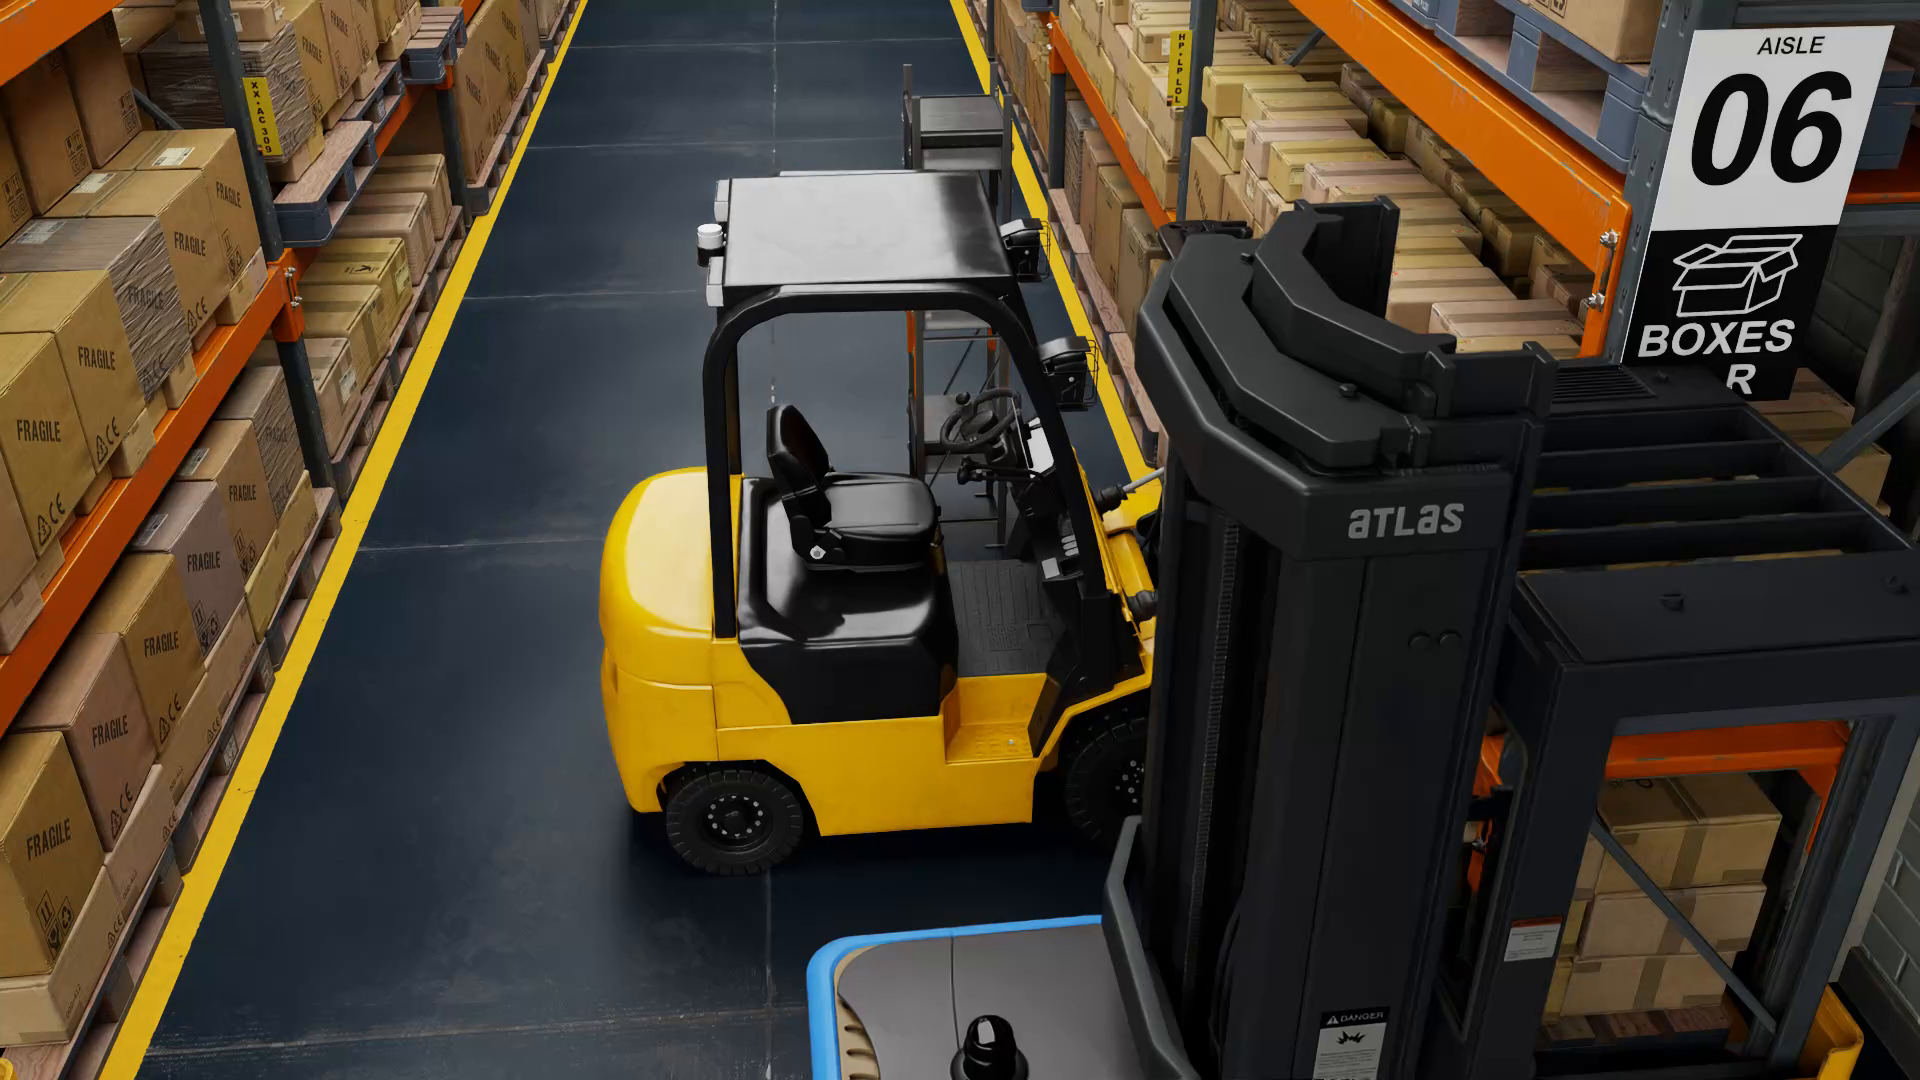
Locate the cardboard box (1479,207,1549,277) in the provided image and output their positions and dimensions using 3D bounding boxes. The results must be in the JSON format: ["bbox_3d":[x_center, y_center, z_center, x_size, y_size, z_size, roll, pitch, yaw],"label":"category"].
[{"bbox_3d":[1.929,-0.982,5.449,0.380,0.149,0.250,-3,31,-4],"label":"cardboard box"}]

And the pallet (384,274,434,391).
[{"bbox_3d":[-3.643,-1.187,9.532,1.003,0.211,1.213,-3,31,-5],"label":"pallet"}]

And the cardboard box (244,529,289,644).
[{"bbox_3d":[-3.069,0.198,6.766,0.500,0.250,0.500,-4,31,-6],"label":"cardboard box"}]

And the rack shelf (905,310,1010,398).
[{"bbox_3d":[-0.015,-0.974,7.360,0.431,0.518,0.480,-3,31,-5],"label":"rack shelf"}]

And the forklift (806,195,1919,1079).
[{"bbox_3d":[1.172,0.783,3.581,3.031,2.935,1.130,-4,31,-6],"label":"forklift"}]

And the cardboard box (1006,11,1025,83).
[{"bbox_3d":[0.665,-4.010,13.566,0.500,0.500,0.500,-4,31,-6],"label":"cardboard box"}]

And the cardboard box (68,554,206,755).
[{"bbox_3d":[-2.973,0.397,5.701,0.500,0.500,0.500,-2,31,-4],"label":"cardboard box"}]

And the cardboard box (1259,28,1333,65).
[{"bbox_3d":[1.675,-2.381,8.081,0.380,0.149,0.250,-3,31,-5],"label":"cardboard box"}]

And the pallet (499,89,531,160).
[{"bbox_3d":[-3.935,-3.235,12.961,1.003,0.211,1.213,-3,31,-5],"label":"pallet"}]

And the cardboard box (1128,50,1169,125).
[{"bbox_3d":[1.134,-2.254,8.256,0.500,0.250,0.500,-4,31,-6],"label":"cardboard box"}]

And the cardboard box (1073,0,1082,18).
[{"bbox_3d":[0.960,-3.301,10.010,0.500,0.250,0.500,-2,31,-3],"label":"cardboard box"}]

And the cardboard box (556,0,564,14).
[{"bbox_3d":[-4.236,-5.310,15.804,0.875,0.438,0.875,-4,31,-6],"label":"cardboard box"}]

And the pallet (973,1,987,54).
[{"bbox_3d":[0.679,-4.840,15.648,1.003,0.211,1.213,-3,31,-5],"label":"pallet"}]

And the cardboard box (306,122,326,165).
[{"bbox_3d":[-3.204,-1.861,7.775,0.380,0.149,0.250,-2,31,-4],"label":"cardboard box"}]

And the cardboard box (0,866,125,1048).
[{"bbox_3d":[-2.878,1.254,4.997,0.500,0.250,0.500,-3,31,-5],"label":"cardboard box"}]

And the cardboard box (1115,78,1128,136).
[{"bbox_3d":[1.114,-2.294,8.812,0.500,0.250,0.500,-3,31,-4],"label":"cardboard box"}]

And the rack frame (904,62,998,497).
[{"bbox_3d":[-0.038,-1.111,7.562,0.400,2.100,0.015,-3,31,-5],"label":"rack frame"}]

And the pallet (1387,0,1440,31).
[{"bbox_3d":[1.706,-1.797,4.994,1.003,0.211,1.213,-3,31,-5],"label":"pallet"}]

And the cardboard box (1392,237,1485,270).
[{"bbox_3d":[1.401,-0.829,5.193,0.380,0.149,0.250,-2,31,-4],"label":"cardboard box"}]

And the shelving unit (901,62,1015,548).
[{"bbox_3d":[-0.015,-0.986,7.353,0.431,2.100,0.503,-3,31,-5],"label":"shelving unit"}]

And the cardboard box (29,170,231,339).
[{"bbox_3d":[-3.108,-1.056,6.205,0.500,0.500,0.500,-2,31,-3],"label":"cardboard box"}]

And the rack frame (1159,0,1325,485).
[{"bbox_3d":[1.490,-1.603,7.508,1.000,3.000,0.127,-3,31,-5],"label":"rack frame"}]

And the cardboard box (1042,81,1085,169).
[{"bbox_3d":[0.862,-2.958,11.804,0.500,0.500,0.500,-2,31,-3],"label":"cardboard box"}]

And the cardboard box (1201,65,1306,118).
[{"bbox_3d":[1.224,-1.875,6.943,0.380,0.149,0.250,-2,31,-4],"label":"cardboard box"}]

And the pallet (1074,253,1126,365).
[{"bbox_3d":[1.265,-1.404,9.895,1.003,0.211,1.213,-3,31,-5],"label":"pallet"}]

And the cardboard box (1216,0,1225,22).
[{"bbox_3d":[1.574,-2.894,8.940,0.380,0.149,0.250,-2,31,-4],"label":"cardboard box"}]

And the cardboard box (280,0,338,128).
[{"bbox_3d":[-3.258,-2.223,7.749,0.500,0.500,0.500,-3,31,-4],"label":"cardboard box"}]

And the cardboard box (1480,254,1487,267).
[{"bbox_3d":[1.920,-0.985,5.745,0.380,0.149,0.250,-4,31,-6],"label":"cardboard box"}]

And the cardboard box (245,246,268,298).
[{"bbox_3d":[-3.118,-1.106,6.921,0.380,0.149,0.250,-3,31,-5],"label":"cardboard box"}]

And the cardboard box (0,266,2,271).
[{"bbox_3d":[-3.442,-0.946,5.047,0.700,0.500,0.500,-3,31,-5],"label":"cardboard box"}]

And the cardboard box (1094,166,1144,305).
[{"bbox_3d":[1.293,-1.810,9.761,0.875,0.625,0.625,-4,31,-7],"label":"cardboard box"}]

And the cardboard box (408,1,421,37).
[{"bbox_3d":[-3.396,-3.062,9.786,0.380,0.149,0.250,-3,31,-5],"label":"cardboard box"}]

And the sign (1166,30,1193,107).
[{"bbox_3d":[0.950,-2.035,7.179,0.100,0.325,0.005,-3,31,-5],"label":"sign"}]

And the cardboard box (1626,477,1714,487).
[{"bbox_3d":[1.620,-0.182,4.110,0.380,0.149,0.250,-3,31,-4],"label":"cardboard box"}]

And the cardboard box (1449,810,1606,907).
[{"bbox_3d":[1.510,0.790,4.798,0.500,0.250,0.500,-2,31,-3],"label":"cardboard box"}]

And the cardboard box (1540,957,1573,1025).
[{"bbox_3d":[1.505,1.215,5.063,0.500,0.250,0.500,-3,31,-4],"label":"cardboard box"}]

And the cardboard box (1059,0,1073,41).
[{"bbox_3d":[0.914,-3.342,10.566,0.500,0.250,0.500,-3,31,-4],"label":"cardboard box"}]

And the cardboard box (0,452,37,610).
[{"bbox_3d":[-2.898,-0.011,4.455,0.500,0.500,0.500,-2,31,-3],"label":"cardboard box"}]

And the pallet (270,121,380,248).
[{"bbox_3d":[-3.379,-1.678,7.821,1.003,0.211,1.213,-3,31,-5],"label":"pallet"}]

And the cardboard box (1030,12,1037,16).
[{"bbox_3d":[0.749,-4.077,13.045,0.380,0.149,0.250,-3,31,-4],"label":"cardboard box"}]

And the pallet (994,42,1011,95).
[{"bbox_3d":[0.856,-4.076,14.369,1.003,0.211,1.213,-3,31,-5],"label":"pallet"}]

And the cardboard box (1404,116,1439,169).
[{"bbox_3d":[1.926,-1.514,6.339,0.380,0.149,0.250,-3,31,-6],"label":"cardboard box"}]

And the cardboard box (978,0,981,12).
[{"bbox_3d":[0.364,-5.146,15.697,0.396,0.266,0.258,-2,31,-3],"label":"cardboard box"}]

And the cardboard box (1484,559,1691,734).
[{"bbox_3d":[1.556,0.158,4.463,0.500,0.500,0.500,-3,31,-6],"label":"cardboard box"}]

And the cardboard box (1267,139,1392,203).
[{"bbox_3d":[1.344,-1.348,6.062,0.380,0.149,0.250,-3,31,-5],"label":"cardboard box"}]

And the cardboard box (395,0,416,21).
[{"bbox_3d":[-3.447,-3.274,9.509,0.500,0.500,0.500,-3,31,-5],"label":"cardboard box"}]

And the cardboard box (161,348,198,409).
[{"bbox_3d":[-3.020,-0.587,6.052,0.380,0.149,0.250,-3,31,-5],"label":"cardboard box"}]

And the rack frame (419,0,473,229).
[{"bbox_3d":[-3.826,-3.405,10.526,1.000,3.000,0.127,-3,31,-5],"label":"rack frame"}]

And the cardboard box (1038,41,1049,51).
[{"bbox_3d":[0.781,-3.545,12.155,0.380,0.149,0.250,-4,31,-6],"label":"cardboard box"}]

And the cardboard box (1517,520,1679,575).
[{"bbox_3d":[1.552,-0.045,4.171,0.380,0.149,0.250,-2,31,-4],"label":"cardboard box"}]

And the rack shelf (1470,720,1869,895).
[{"bbox_3d":[1.676,-0.273,5.983,1.077,0.370,4.000,-3,31,-5],"label":"rack shelf"}]

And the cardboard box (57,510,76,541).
[{"bbox_3d":[-3.006,-0.058,5.167,0.380,0.149,0.250,-2,31,-3],"label":"cardboard box"}]

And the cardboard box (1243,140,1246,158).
[{"bbox_3d":[1.335,-1.485,6.581,0.380,0.149,0.250,-3,31,-5],"label":"cardboard box"}]

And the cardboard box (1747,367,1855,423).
[{"bbox_3d":[2.082,-0.330,4.357,0.380,0.149,0.250,-2,31,-3],"label":"cardboard box"}]

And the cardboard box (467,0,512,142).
[{"bbox_3d":[-3.887,-3.485,12.322,0.875,0.875,0.875,-2,31,-4],"label":"cardboard box"}]

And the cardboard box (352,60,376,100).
[{"bbox_3d":[-3.283,-2.399,8.677,0.380,0.149,0.250,-2,31,-3],"label":"cardboard box"}]

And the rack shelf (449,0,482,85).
[{"bbox_3d":[-4.013,-4.117,12.420,1.077,0.370,4.000,-3,31,-5],"label":"rack shelf"}]

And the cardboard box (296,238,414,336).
[{"bbox_3d":[-3.641,-1.404,9.329,0.950,0.372,0.625,-2,31,-3],"label":"cardboard box"}]

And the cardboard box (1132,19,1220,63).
[{"bbox_3d":[1.067,-2.474,8.237,0.380,0.149,0.250,-4,31,-6],"label":"cardboard box"}]
